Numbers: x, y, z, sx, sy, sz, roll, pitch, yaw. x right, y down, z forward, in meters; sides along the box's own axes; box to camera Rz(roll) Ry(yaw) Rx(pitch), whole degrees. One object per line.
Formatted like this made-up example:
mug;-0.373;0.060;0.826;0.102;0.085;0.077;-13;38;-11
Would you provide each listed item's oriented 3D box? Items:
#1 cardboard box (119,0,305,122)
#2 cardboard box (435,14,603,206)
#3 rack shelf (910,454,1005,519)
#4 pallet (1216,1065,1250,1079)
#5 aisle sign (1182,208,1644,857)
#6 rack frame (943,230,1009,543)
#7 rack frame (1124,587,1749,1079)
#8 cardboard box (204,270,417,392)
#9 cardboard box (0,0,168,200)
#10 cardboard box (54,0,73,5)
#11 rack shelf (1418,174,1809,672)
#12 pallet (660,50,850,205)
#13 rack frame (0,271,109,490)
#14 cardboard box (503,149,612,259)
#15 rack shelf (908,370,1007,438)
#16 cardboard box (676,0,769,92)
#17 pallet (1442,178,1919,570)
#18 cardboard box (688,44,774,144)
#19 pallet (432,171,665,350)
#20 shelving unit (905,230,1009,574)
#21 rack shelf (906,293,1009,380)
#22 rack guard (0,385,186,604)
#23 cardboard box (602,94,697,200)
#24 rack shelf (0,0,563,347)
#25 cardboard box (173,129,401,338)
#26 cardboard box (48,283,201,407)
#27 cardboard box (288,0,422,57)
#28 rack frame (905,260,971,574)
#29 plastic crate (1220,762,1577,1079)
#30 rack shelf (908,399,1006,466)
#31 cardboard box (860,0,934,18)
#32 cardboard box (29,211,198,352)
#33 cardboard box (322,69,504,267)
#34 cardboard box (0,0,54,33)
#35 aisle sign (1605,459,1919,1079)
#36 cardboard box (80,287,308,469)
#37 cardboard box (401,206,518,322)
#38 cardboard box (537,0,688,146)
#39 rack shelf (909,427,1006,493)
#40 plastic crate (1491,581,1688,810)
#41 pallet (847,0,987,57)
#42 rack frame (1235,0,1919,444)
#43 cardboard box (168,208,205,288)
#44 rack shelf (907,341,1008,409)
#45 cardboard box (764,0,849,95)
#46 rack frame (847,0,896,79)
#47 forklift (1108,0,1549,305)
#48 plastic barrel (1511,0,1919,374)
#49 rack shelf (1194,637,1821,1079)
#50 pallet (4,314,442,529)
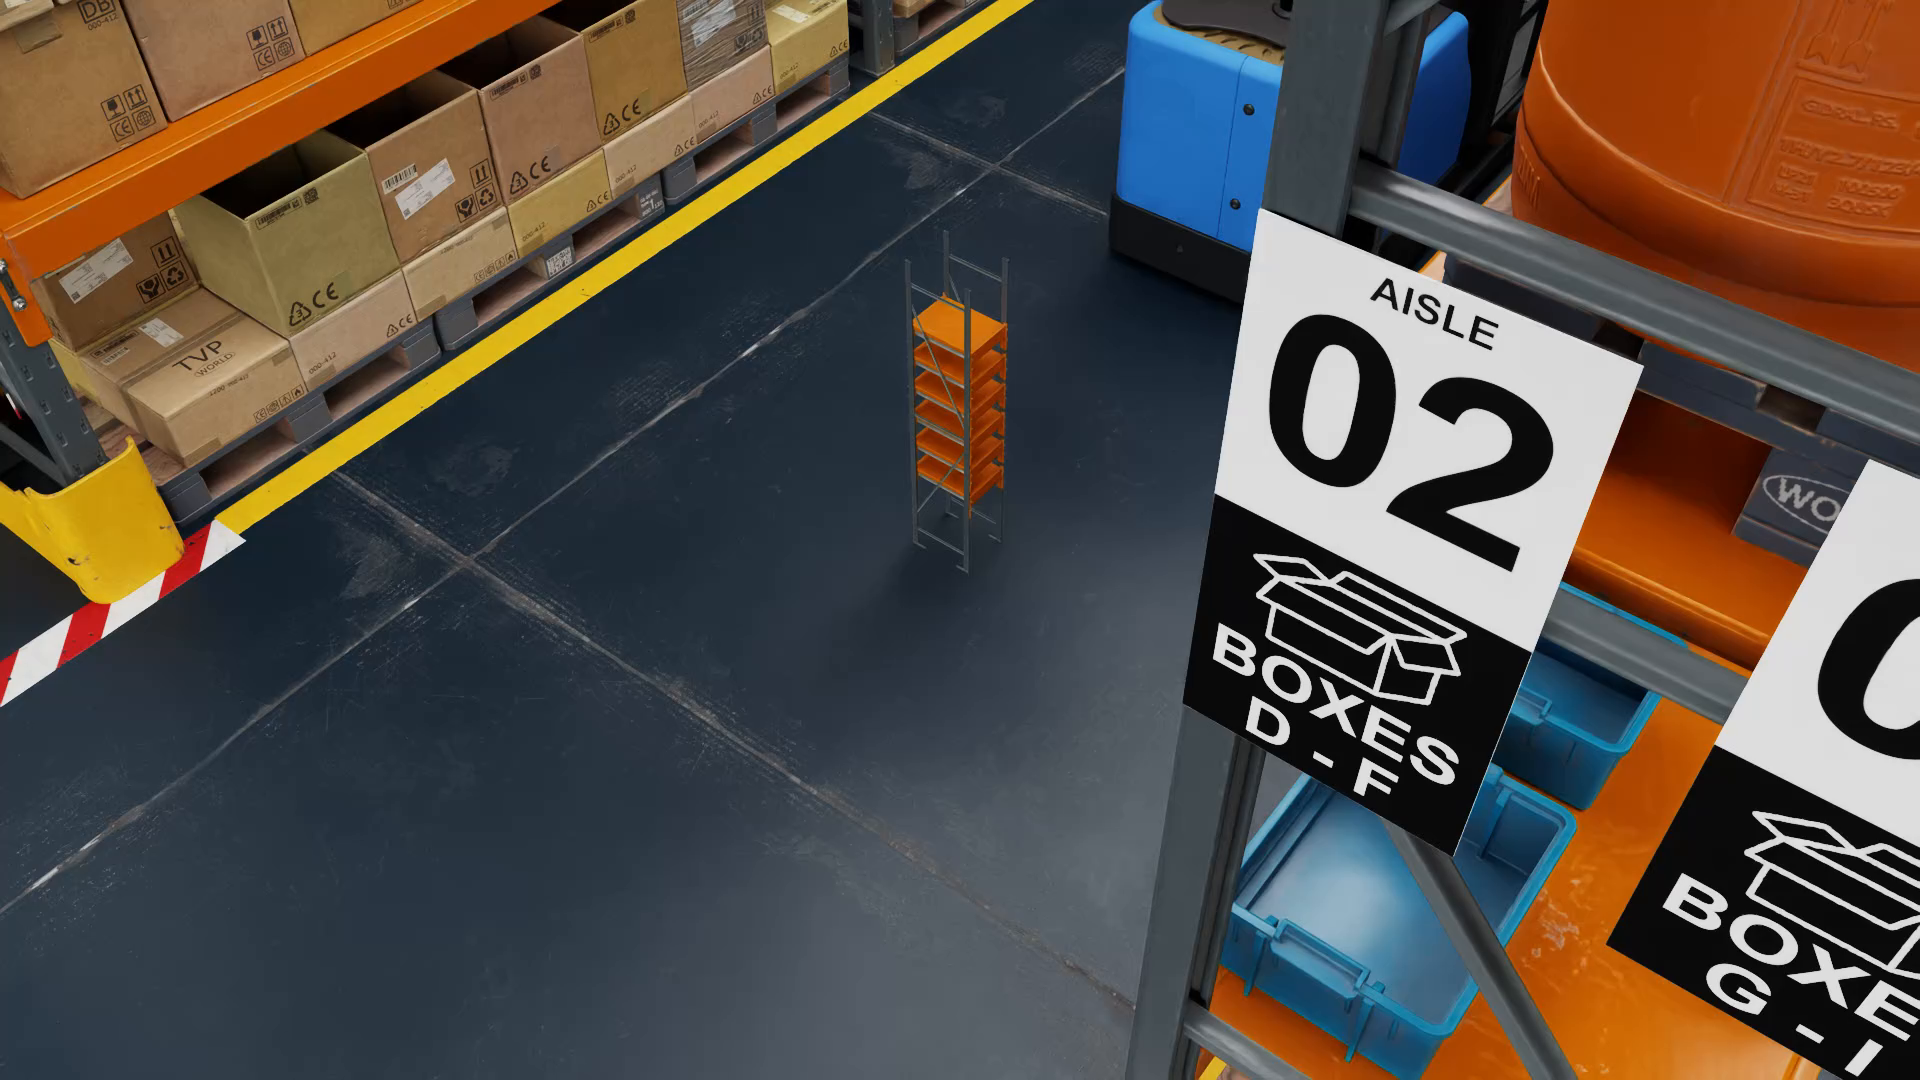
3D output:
cardboard box;-2.573;-1.771;5.299;0.700;0.500;0.500;31;53;26
cardboard box;-1.763;-1.693;6.385;0.500;0.500;0.500;29;53;25
rack shelf;-0.009;-0.210;5.514;0.258;0.103;0.180;29;53;25
pallet;1.242;1.456;4.213;1.003;0.211;1.213;29;53;25
aisle sign;0.452;0.031;1.848;0.394;0.787;0.004;29;53;25
rack frame;0.047;-0.459;5.358;0.240;1.200;0.006;29;53;25
rack frame;0.732;1.019;2.702;1.000;3.000;0.127;29;53;25
cardboard box;-2.379;-0.864;6.112;0.500;0.250;0.500;29;53;25
cardboard box;-2.890;-1.469;5.009;0.700;0.500;0.500;29;53;25
cardboard box;-2.616;-1.713;4.794;0.380;0.149;0.250;28;52;24
rack shelf;1.954;-0.913;2.971;1.077;0.370;4.000;29;53;25
pallet;-1.260;-2.062;7.574;1.003;0.211;1.213;29;53;25
rack frame;-3.186;-1.173;4.796;1.000;3.000;0.127;29;53;25
cardboard box;-1.764;-1.434;6.657;0.500;0.250;0.500;29;53;25
rack shelf;-0.009;-0.458;5.254;0.258;0.103;0.180;29;53;25
cardboard box;-1.166;-2.273;6.939;0.500;0.500;0.500;29;53;25
pallet;1.315;-0.382;2.096;1.003;0.211;1.213;29;53;25
cardboard box;-1.164;-2.013;7.210;0.500;0.250;0.500;29;53;25
pallet;-2.005;-1.361;6.904;1.003;0.211;1.213;29;53;25
shelving unit;-0.009;-0.406;5.308;0.258;1.200;0.189;29;53;25
rack shelf;-0.009;-0.624;5.080;0.258;0.103;0.180;29;53;25
rack guard;-3.201;-0.296;5.687;1.175;0.500;0.348;29;53;25
cardboard box;-1.458;-1.720;6.930;0.500;0.250;0.500;29;53;25
rack shelf;-1.963;-2.069;6.149;1.077;0.370;4.000;29;53;25
cardboard box;-2.378;-1.122;5.840;0.500;0.500;0.500;29;53;25
cardboard box;-3.092;-0.805;6.056;0.500;0.250;0.500;29;53;25
cardboard box;-2.265;-2.053;5.567;0.700;0.500;0.500;30;53;25
rack frame;-0.065;-0.354;5.258;0.240;1.200;0.006;29;53;25
plastic crate;0.801;0.652;3.156;0.499;0.251;0.616;29;53;25
rack shelf;-0.009;-0.375;5.340;0.258;0.103;0.180;29;53;25
cardboard box;-0.298;-2.778;7.940;0.500;0.250;0.500;28;52;24
cardboard box;-3.094;-1.065;5.786;0.500;0.500;0.500;29;53;25
cardboard box;-2.082;-1.414;6.119;0.500;0.500;0.500;29;53;25
cardboard box;-2.776;-1.561;4.649;0.380;0.149;0.250;29;53;25
aisle sign;0.919;0.292;1.599;0.394;0.787;0.004;29;53;25
cardboard box;-2.682;-0.576;5.837;0.500;0.250;0.500;29;53;25
cardboard box;-2.073;-1.150;6.385;0.500;0.250;0.500;29;53;25
cardboard box;-1.469;-1.985;6.664;0.500;0.500;0.500;29;53;25
rack shelf;-0.009;-0.293;5.427;0.258;0.103;0.180;29;53;25
plastic crate;1.202;0.283;3.508;0.499;0.251;0.408;29;53;25
pallet;-0.321;-2.937;8.410;1.003;0.211;1.213;29;53;25
rack frame;0.732;-1.053;0.533;1.000;3.000;0.127;29;53;25
cardboard box;-2.796;-1.097;6.335;0.500;0.250;0.500;29;53;25
rack shelf;-0.009;-0.541;5.167;0.258;0.103;0.180;29;53;25
cardboard box;-0.851;-2.295;7.479;0.500;0.250;0.500;29;53;25
rack frame;-0.740;-3.462;6.982;1.000;3.000;0.127;29;53;25
forklift;1.891;-2.831;6.428;1.130;2.935;3.031;28;53;24
plastic barrel;0.928;-0.644;1.629;0.600;0.830;0.708;29;53;25
rack shelf;1.954;0.123;4.055;1.077;0.370;4.000;29;53;25
pallet;-2.752;-0.666;6.240;1.003;0.211;1.213;29;53;25
